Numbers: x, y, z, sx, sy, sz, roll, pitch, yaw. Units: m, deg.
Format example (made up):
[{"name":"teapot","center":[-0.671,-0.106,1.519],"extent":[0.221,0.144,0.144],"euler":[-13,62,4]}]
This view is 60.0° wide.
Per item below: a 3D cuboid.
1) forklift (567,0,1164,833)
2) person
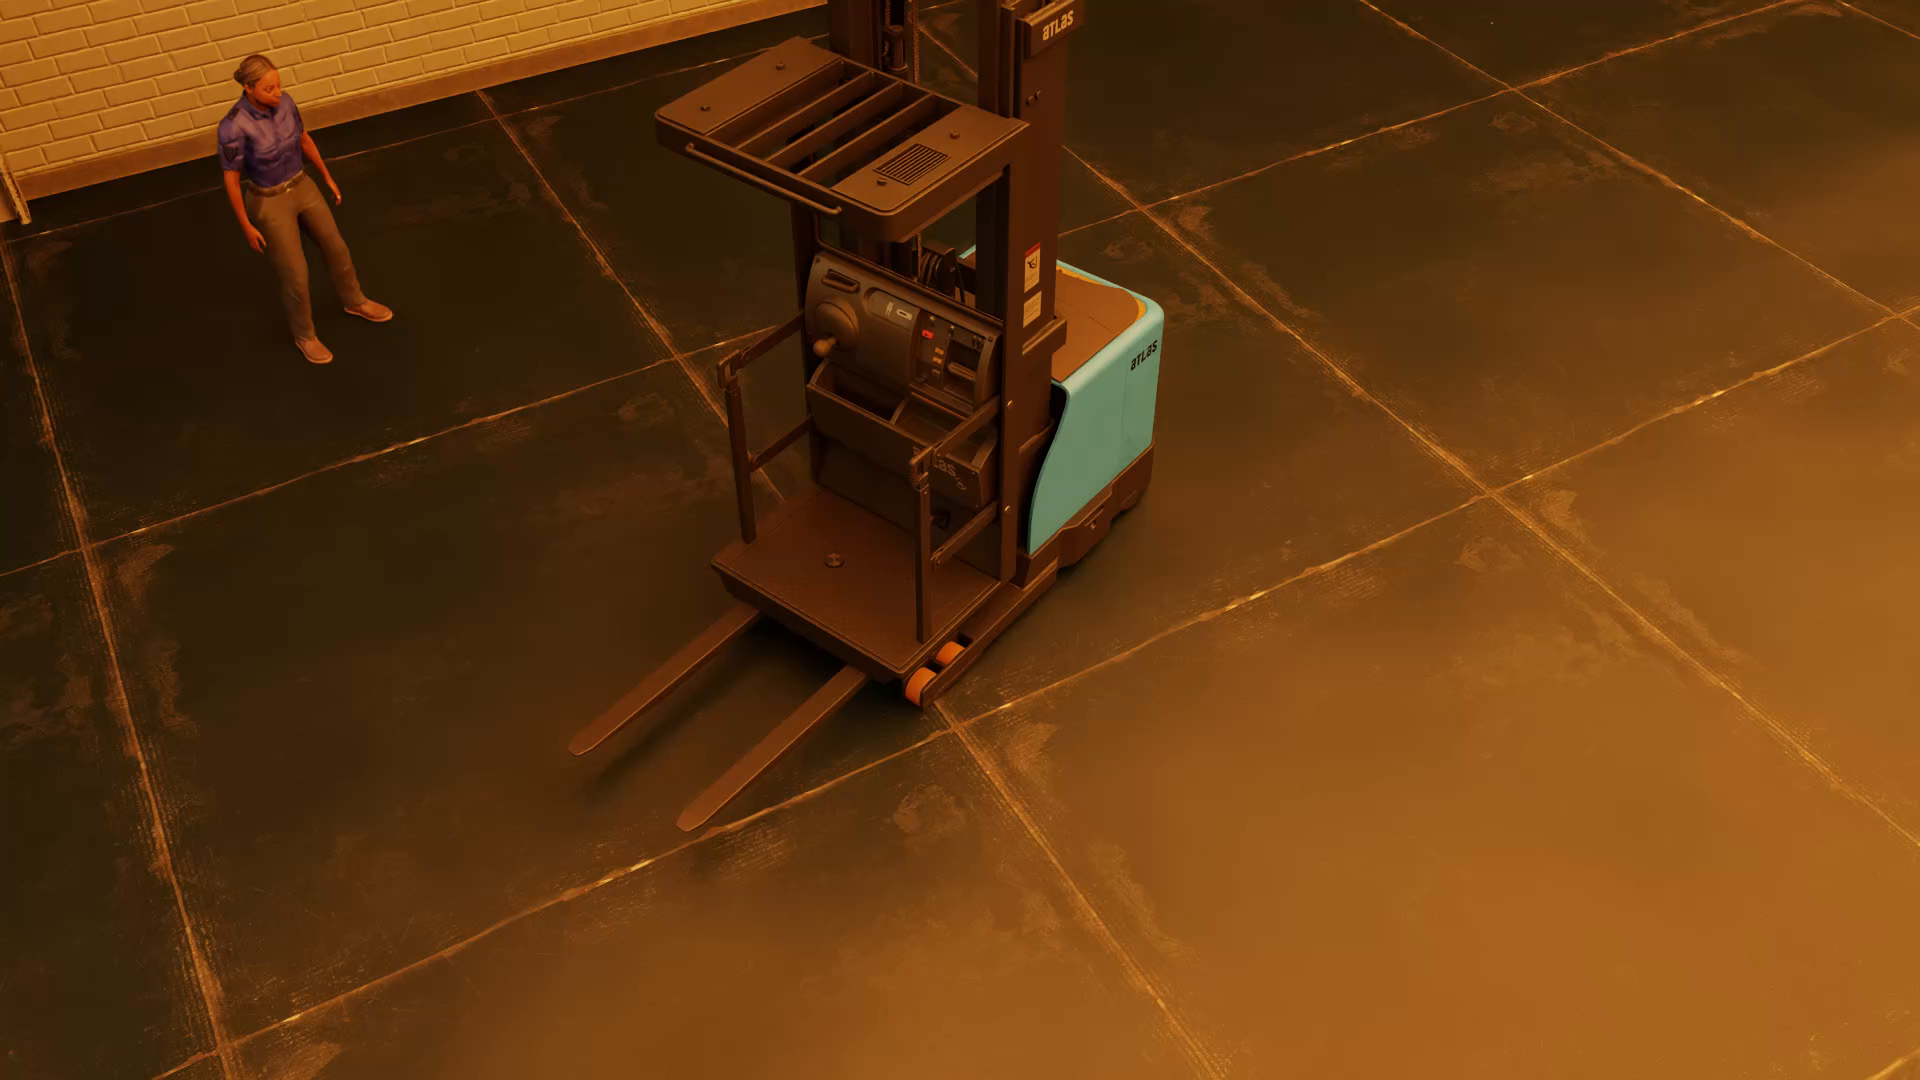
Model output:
[{"name":"forklift","center":[-0.375,-0.749,6.505],"extent":[1.130,2.935,3.031],"euler":[28,50,27]},{"name":"person","center":[-3.413,-1.722,8.500],"extent":[0.372,1.651,0.615],"euler":[20,47,21]}]
